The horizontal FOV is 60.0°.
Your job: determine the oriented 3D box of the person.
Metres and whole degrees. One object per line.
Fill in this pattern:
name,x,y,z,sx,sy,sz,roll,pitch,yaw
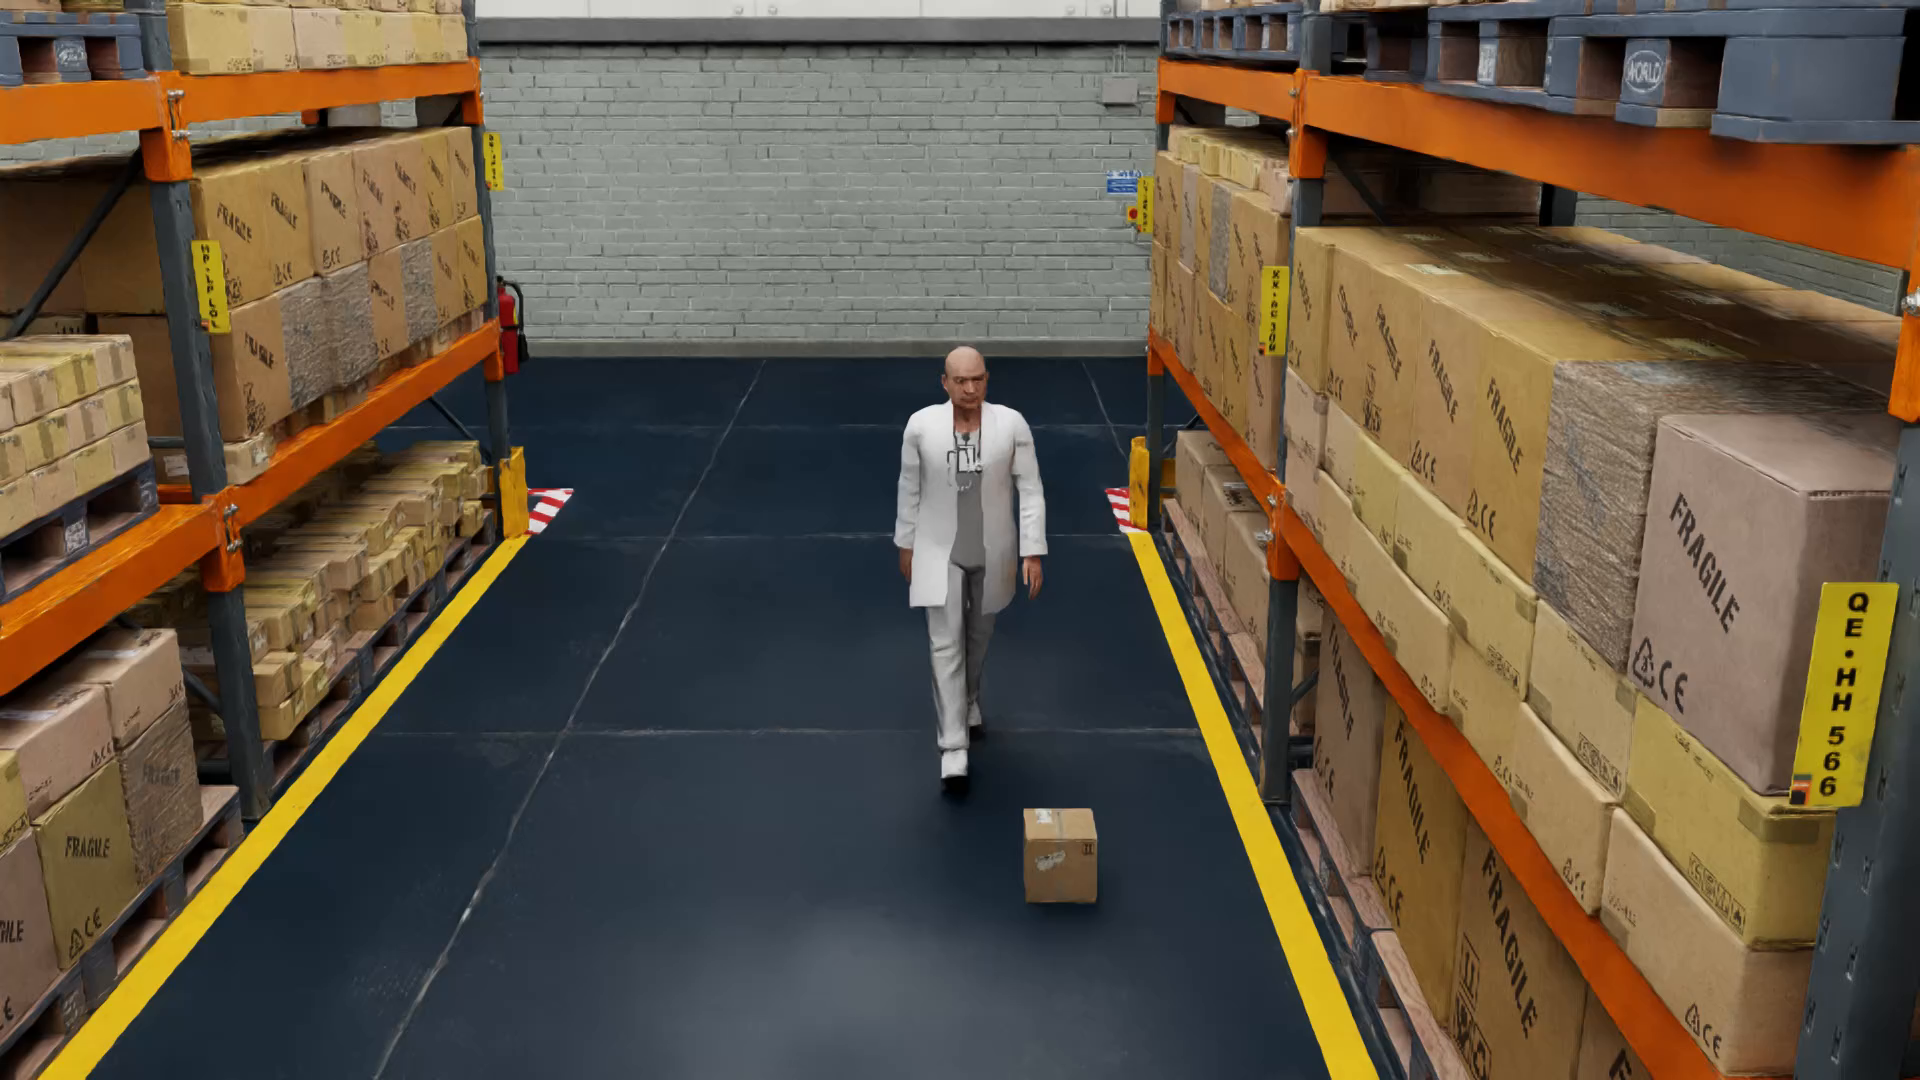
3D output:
person,0.052,0.112,6.879,0.607,1.630,1.026,-2,17,-8
